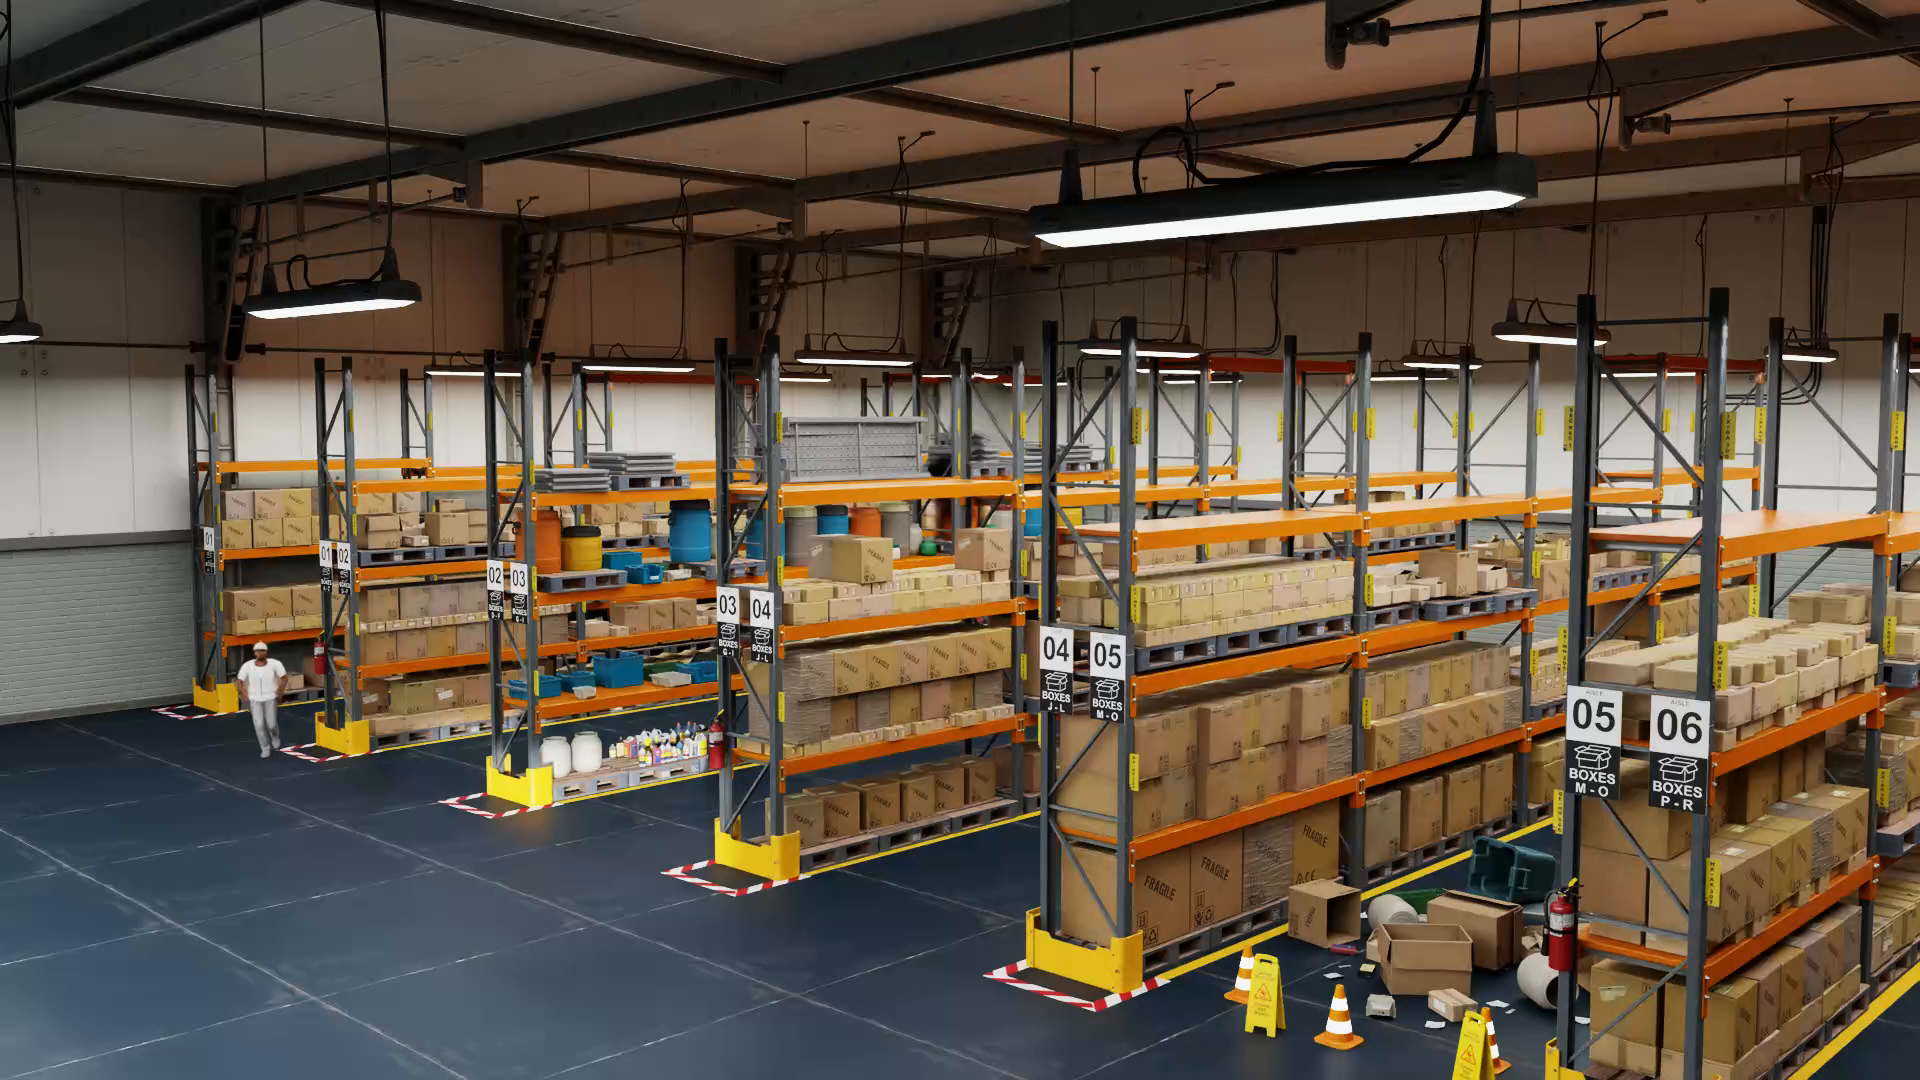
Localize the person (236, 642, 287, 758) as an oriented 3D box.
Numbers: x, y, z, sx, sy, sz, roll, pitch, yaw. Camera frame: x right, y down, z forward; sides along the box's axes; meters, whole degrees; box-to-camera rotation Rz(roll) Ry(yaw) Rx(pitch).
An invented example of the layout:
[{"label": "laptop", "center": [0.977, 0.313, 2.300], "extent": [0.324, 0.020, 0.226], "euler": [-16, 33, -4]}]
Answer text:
[{"label": "person", "center": [-10.508, 2.389, 25.033], "extent": [0.708, 1.731, 0.588], "euler": [-1, 5, -16]}]
